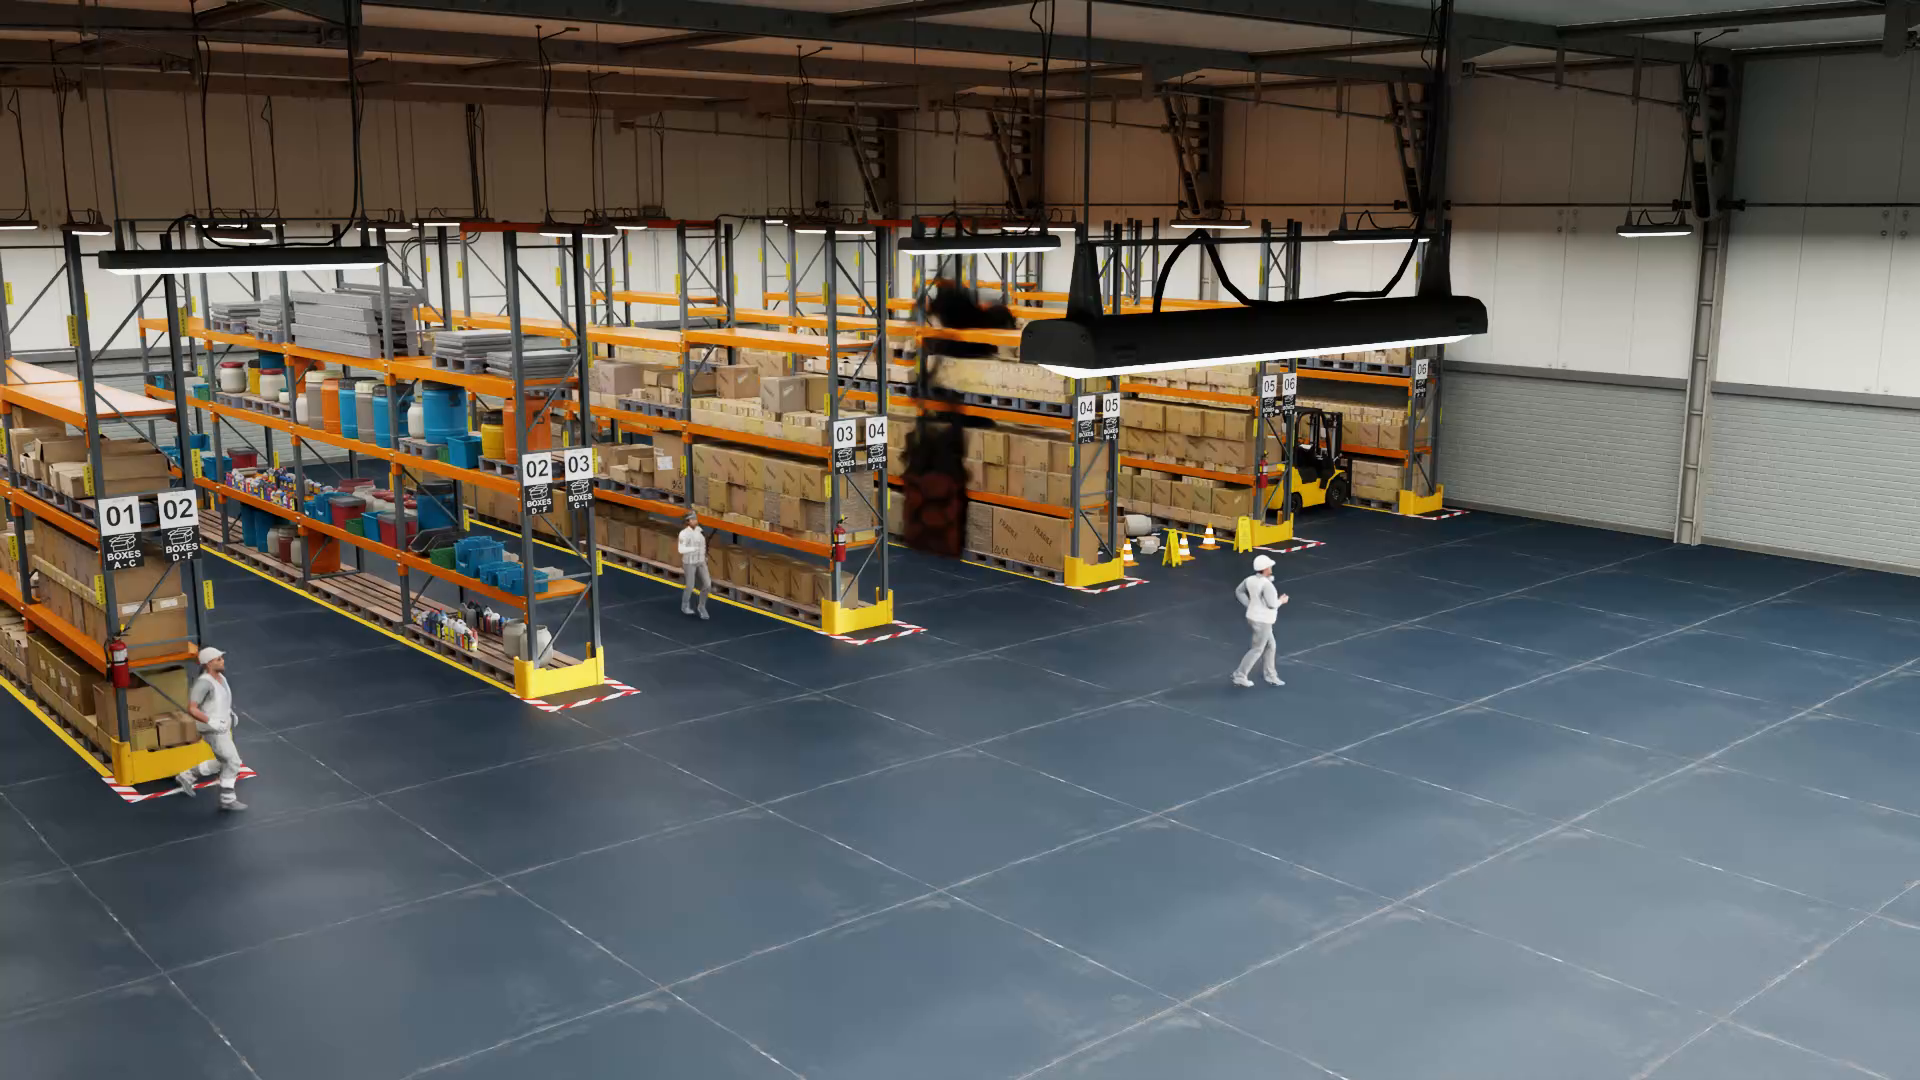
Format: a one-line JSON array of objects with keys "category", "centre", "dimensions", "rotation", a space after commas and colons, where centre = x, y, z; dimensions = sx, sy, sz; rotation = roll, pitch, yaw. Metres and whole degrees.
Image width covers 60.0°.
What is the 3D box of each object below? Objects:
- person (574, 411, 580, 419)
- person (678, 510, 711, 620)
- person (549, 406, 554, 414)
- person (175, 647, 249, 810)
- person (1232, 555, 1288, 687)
[{"category": "person", "centre": [-8.777, -2.114, 37.915], "dimensions": [0.698, 1.818, 0.861], "rotation": [-7, 13, -31]}, {"category": "person", "centre": [-4.089, 0.385, 25.700], "dimensions": [0.592, 1.734, 0.684], "rotation": [-10, 15, -40]}, {"category": "person", "centre": [-9.912, -2.438, 39.892], "dimensions": [0.583, 1.625, 0.539], "rotation": [8, 14, 34]}, {"category": "person", "centre": [-7.977, 2.000, 17.626], "dimensions": [0.750, 1.769, 0.692], "rotation": [-1, 11, -6]}, {"category": "person", "centre": [3.965, 1.088, 21.914], "dimensions": [0.801, 1.806, 0.654], "rotation": [-3, 12, -13]}]
